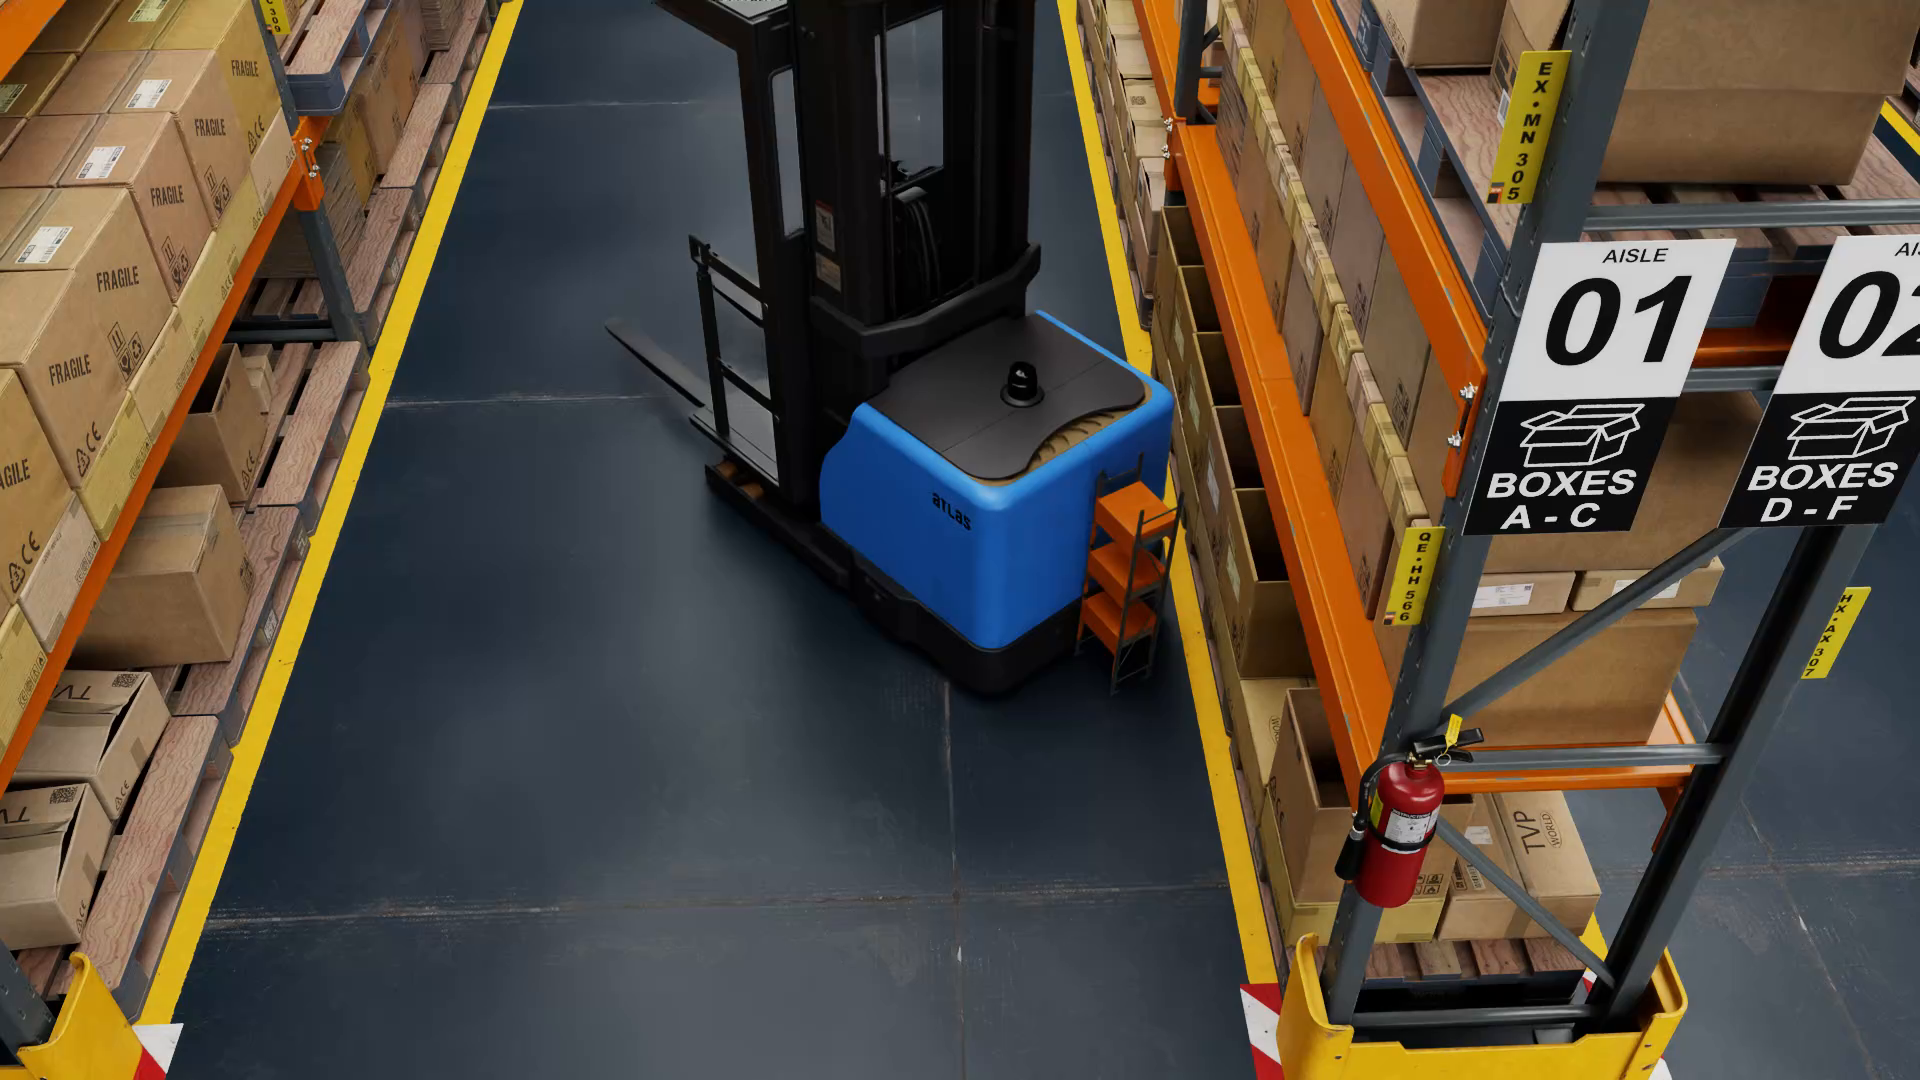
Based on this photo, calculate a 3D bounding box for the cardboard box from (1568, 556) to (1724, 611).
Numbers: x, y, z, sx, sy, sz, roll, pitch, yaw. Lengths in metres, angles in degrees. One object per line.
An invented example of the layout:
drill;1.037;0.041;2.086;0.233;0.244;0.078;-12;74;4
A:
cardboard box;1.848;0.052;4.569;0.380;0.149;0.250;-2;43;-2

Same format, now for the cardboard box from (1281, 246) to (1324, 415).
cardboard box;1.574;-0.798;5.977;0.700;0.500;0.500;0;43;-1

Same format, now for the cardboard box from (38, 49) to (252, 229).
cardboard box;-3.114;-1.538;6.399;0.500;0.500;0.500;-2;43;-2

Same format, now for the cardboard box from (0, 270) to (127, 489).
cardboard box;-3.047;-0.499;5.265;0.500;0.500;0.500;-3;43;-3

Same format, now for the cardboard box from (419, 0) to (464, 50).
cardboard box;-3.557;-3.413;10.428;0.700;0.500;0.500;-1;43;-1

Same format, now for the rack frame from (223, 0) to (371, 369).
rack frame;-3.470;-1.957;7.314;1.000;3.000;0.127;-2;43;-2

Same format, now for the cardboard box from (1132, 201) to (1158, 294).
cardboard box;1.172;-1.514;8.556;0.500;0.250;0.500;-2;43;-2

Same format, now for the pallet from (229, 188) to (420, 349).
pallet;-3.504;-1.454;8.830;1.003;0.211;1.213;-2;43;-2

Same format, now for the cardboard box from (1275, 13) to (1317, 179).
cardboard box;1.548;-1.638;5.933;0.700;0.500;0.500;-2;43;-2

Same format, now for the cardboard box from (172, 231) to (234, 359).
cardboard box;-3.097;-0.922;6.282;0.500;0.250;0.500;-2;43;-2

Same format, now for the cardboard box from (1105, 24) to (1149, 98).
cardboard box;1.111;-2.742;9.480;0.500;0.311;0.500;-2;43;-2

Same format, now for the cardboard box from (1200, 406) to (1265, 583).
cardboard box;1.252;-0.184;6.550;0.500;0.500;0.500;-2;43;-2

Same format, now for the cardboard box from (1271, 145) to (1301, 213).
cardboard box;1.356;-1.321;6.066;0.380;0.149;0.250;-3;43;-3

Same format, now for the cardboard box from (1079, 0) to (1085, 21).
cardboard box;1.038;-3.581;10.811;0.500;0.250;0.500;-2;43;-2

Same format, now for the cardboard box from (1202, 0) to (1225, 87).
cardboard box;1.415;-2.377;7.884;0.500;0.250;0.500;1;43;1

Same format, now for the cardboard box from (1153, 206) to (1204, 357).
cardboard box;1.186;-1.197;7.655;0.500;0.500;0.500;-2;43;-2

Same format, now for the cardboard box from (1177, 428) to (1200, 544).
cardboard box;1.228;-0.245;7.172;0.500;0.250;0.500;-2;43;-2

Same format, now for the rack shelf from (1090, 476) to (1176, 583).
rack shelf;0.654;-0.040;6.251;0.215;0.259;0.240;-24;52;-24

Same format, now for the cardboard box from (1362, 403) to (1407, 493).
cardboard box;1.419;-0.279;4.930;0.380;0.149;0.250;-2;43;-2

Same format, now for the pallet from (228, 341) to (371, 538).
pallet;-3.406;-0.476;7.763;1.003;0.211;1.213;-2;43;-2

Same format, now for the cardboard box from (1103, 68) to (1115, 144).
cardboard box;1.110;-2.545;9.680;0.500;0.250;0.500;-1;43;-1

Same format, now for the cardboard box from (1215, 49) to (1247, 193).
cardboard box;1.504;-1.839;7.112;0.700;0.500;0.500;-3;43;-3

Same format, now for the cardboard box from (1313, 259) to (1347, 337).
cardboard box;1.386;-0.804;5.502;0.380;0.149;0.250;-1;43;-1

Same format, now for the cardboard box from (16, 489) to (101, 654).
cardboard box;-3.040;0.103;5.164;0.500;0.250;0.500;-3;43;-3

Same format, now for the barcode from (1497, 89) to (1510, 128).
barcode;1.154;-0.911;3.524;0.001;0.075;0.075;-2;43;-2

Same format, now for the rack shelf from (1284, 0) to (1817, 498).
rack shelf;1.564;-1.592;5.229;1.077;0.370;4.000;-2;43;-2

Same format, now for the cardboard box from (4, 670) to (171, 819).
cardboard box;-3.264;0.718;6.061;0.500;0.311;0.500;2;43;2

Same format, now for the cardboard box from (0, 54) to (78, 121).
cardboard box;-3.640;-1.513;6.371;0.500;0.500;0.500;-2;43;-2

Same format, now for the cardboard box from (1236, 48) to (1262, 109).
cardboard box;1.321;-1.847;6.640;0.380;0.149;0.250;-3;43;-3

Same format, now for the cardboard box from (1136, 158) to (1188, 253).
cardboard box;1.176;-1.714;8.359;0.500;0.311;0.500;-2;43;-2

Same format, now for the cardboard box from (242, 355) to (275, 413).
cardboard box;-3.417;-0.714;7.730;0.380;0.166;0.250;-7;43;-7

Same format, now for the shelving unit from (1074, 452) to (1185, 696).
shelving unit;0.644;0.150;6.447;0.215;1.050;0.252;-24;52;-24

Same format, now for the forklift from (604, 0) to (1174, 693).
forklift;-0.508;-1.385;6.741;1.130;2.935;3.031;-31;51;-30

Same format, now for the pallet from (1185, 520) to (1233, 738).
pallet;1.526;0.290;6.927;1.003;0.211;1.213;-2;43;-2

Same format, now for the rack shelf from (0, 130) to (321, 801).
rack shelf;-3.385;-0.341;6.085;1.077;0.370;4.000;-2;43;-2

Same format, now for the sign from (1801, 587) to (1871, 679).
sign;2.204;0.239;4.220;0.100;0.325;0.005;-2;43;-2

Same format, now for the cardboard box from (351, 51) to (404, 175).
cardboard box;-3.571;-2.387;9.308;0.700;0.500;0.500;-1;43;-1

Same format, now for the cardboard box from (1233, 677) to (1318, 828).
cardboard box;1.298;0.767;6.067;0.500;0.250;0.500;-2;43;-2

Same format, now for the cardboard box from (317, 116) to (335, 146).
cardboard box;-3.540;-2.267;8.623;0.500;0.250;0.500;-2;43;-3

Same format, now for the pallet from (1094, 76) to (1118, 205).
pallet;1.354;-2.395;9.857;1.003;0.211;1.213;-2;43;-2

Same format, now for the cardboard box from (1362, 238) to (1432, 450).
cardboard box;1.612;-0.622;4.824;0.700;0.500;0.500;-3;43;-3

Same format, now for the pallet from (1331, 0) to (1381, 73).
pallet;1.590;-1.778;4.965;1.003;0.211;1.213;-2;43;-2

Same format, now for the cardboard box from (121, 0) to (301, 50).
cardboard box;-3.457;-2.500;7.508;0.700;0.500;0.500;-2;43;-2

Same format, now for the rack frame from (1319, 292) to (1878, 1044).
rack frame;1.649;0.599;4.526;1.000;3.000;0.127;-2;43;-2

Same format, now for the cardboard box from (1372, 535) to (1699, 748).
cardboard box;1.642;0.247;4.837;0.700;0.500;0.500;-2;43;-2

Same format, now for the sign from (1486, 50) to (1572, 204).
sign;1.106;-0.798;3.234;0.100;0.325;0.005;-2;43;-2
